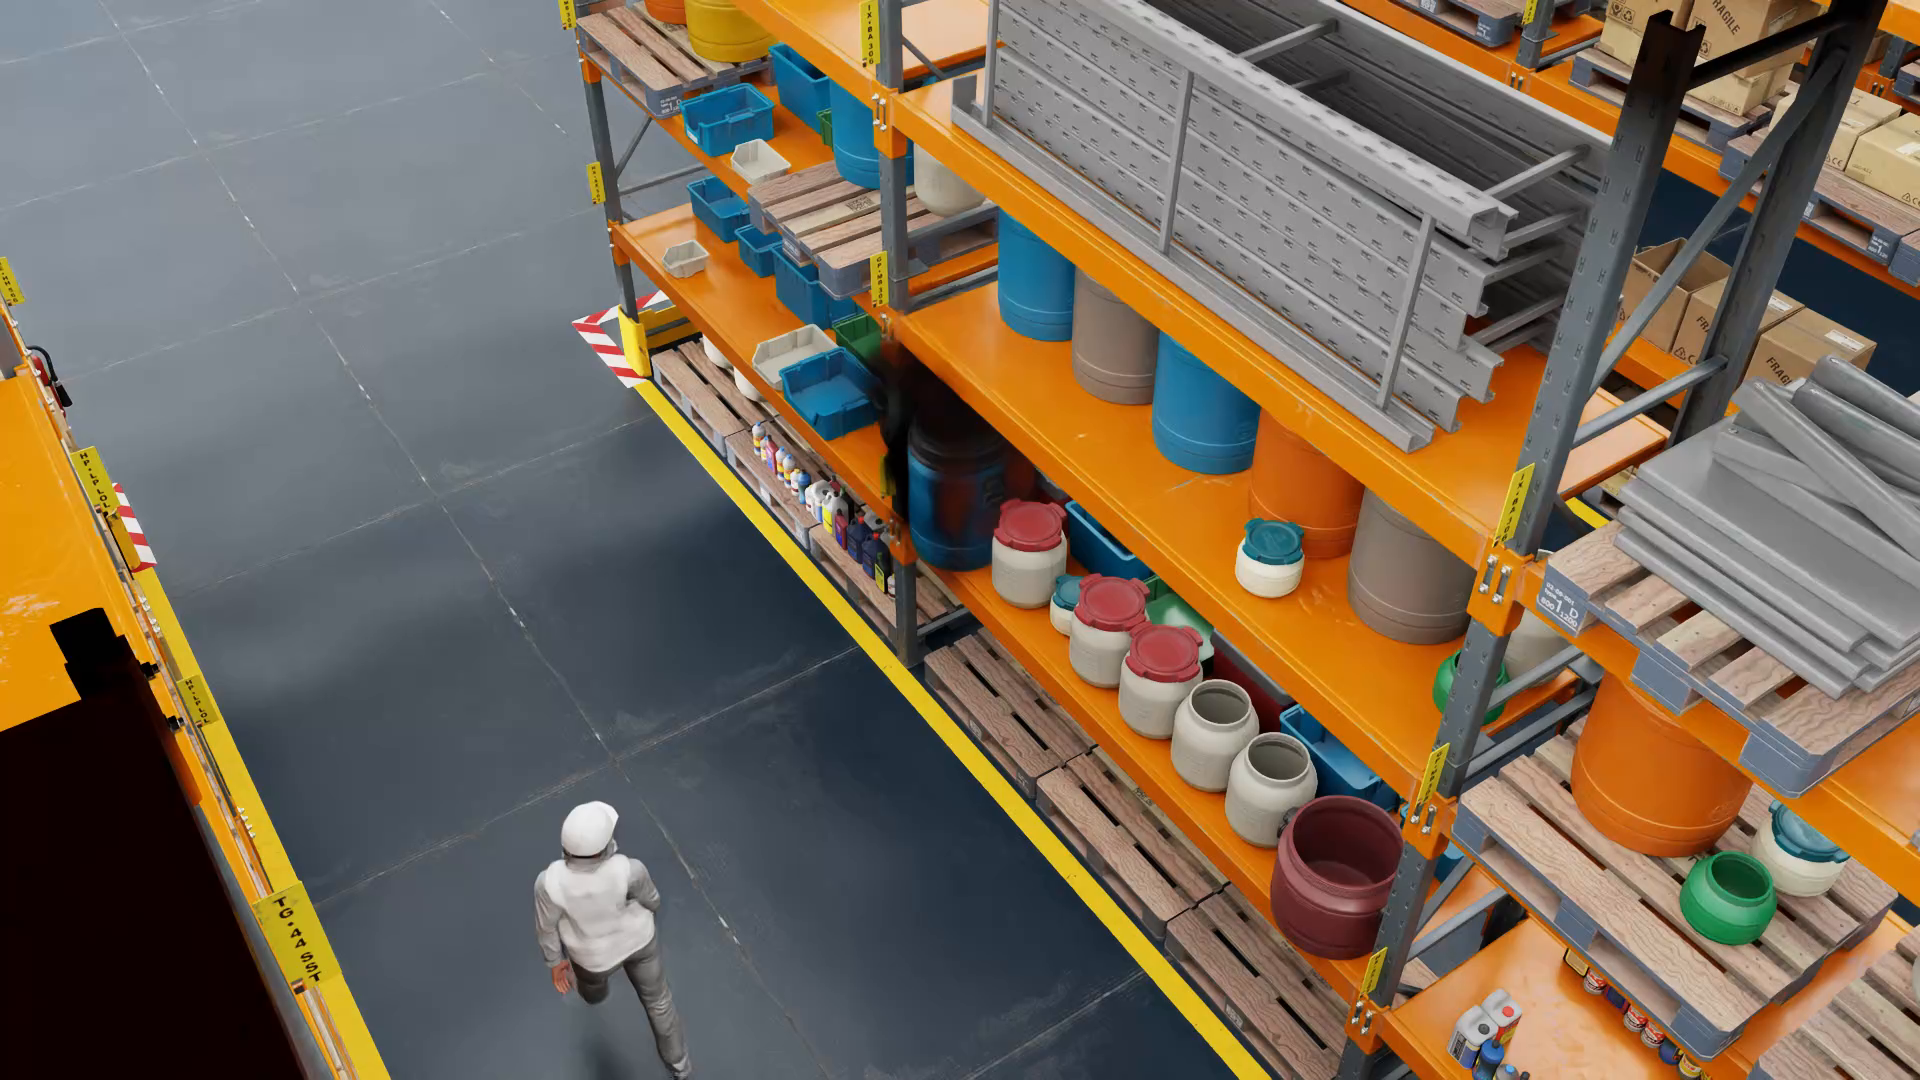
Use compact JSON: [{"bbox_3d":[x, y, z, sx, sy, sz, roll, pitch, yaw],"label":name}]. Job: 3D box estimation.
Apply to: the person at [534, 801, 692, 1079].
[{"bbox_3d":[-1.674,1.916,7.966,0.638,1.737,0.800,-27,49,-26],"label":"person"}]
